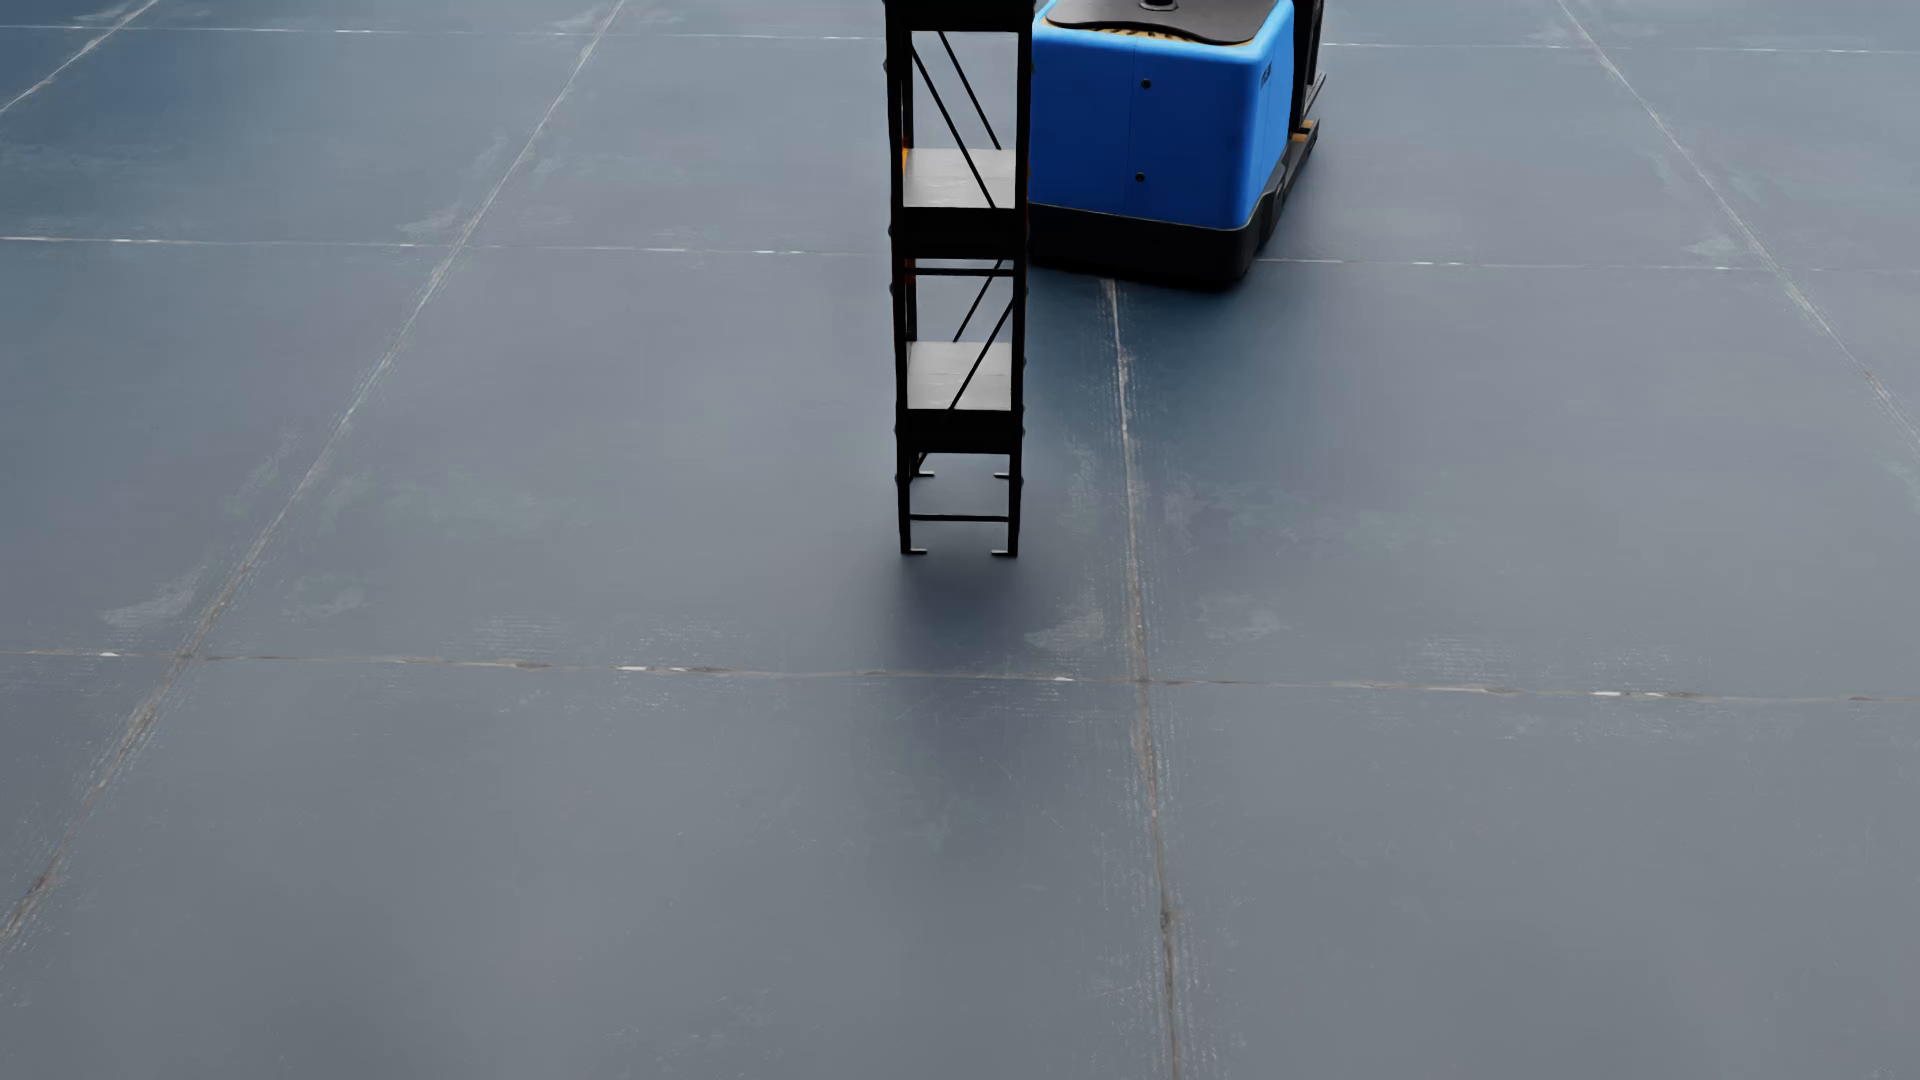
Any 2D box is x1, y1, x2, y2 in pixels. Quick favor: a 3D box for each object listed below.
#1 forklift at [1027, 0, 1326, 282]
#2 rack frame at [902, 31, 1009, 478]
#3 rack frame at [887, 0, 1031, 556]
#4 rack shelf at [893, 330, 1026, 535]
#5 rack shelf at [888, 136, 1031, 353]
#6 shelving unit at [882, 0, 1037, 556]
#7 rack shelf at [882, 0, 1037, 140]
[{"bbox_3d":[1.217,-3.166,7.706,1.130,2.935,3.031,12,37,16],"label":"forklift"},{"bbox_3d":[0.016,-1.094,5.481,0.400,2.100,0.015,1,35,2],"label":"rack frame"},{"bbox_3d":[-0.003,-0.814,5.082,0.400,2.100,0.015,1,35,2],"label":"rack frame"},{"bbox_3d":[0.007,-0.370,5.692,0.431,0.518,0.480,1,35,2],"label":"rack shelf"},{"bbox_3d":[0.007,-0.943,5.289,0.431,0.518,0.480,1,35,2],"label":"rack shelf"},{"bbox_3d":[0.007,-0.954,5.282,0.431,2.100,0.503,1,35,2],"label":"shelving unit"},{"bbox_3d":[0.007,-1.516,4.887,0.431,0.518,0.480,1,35,2],"label":"rack shelf"}]
